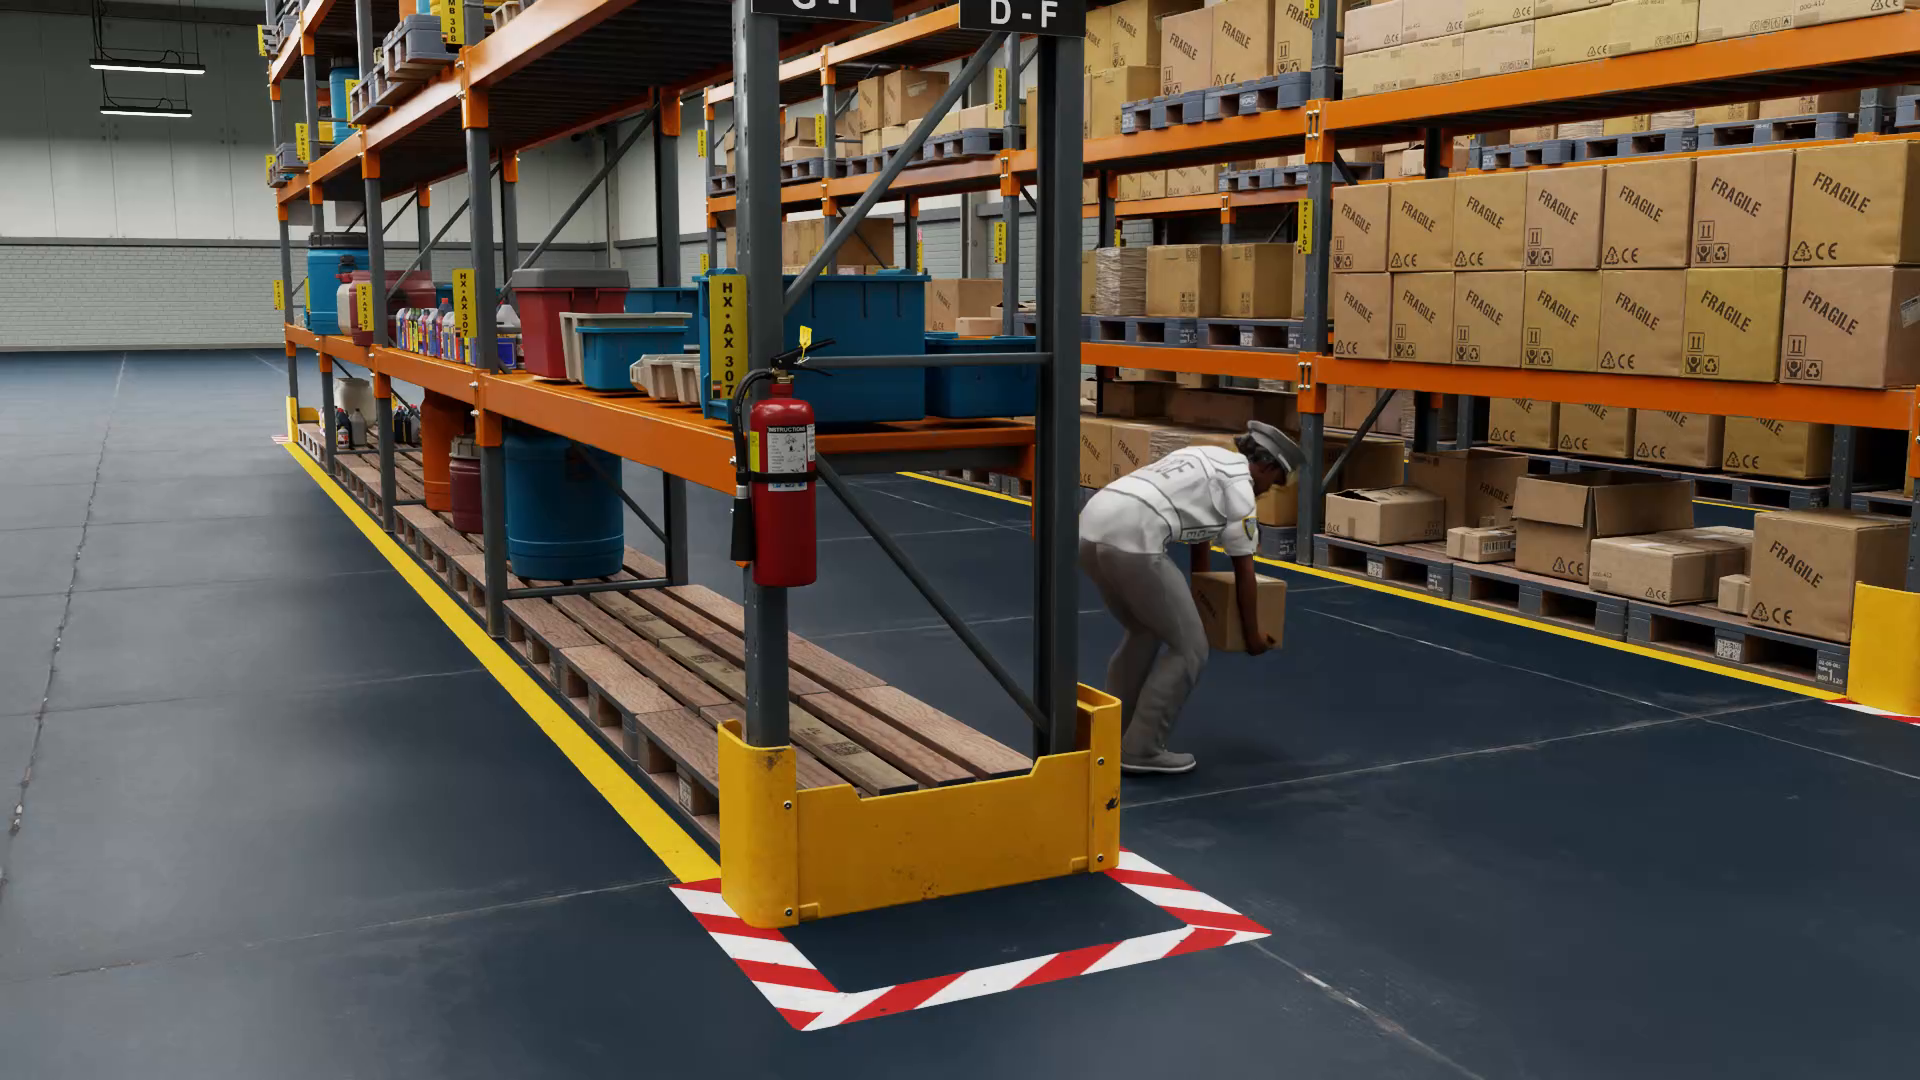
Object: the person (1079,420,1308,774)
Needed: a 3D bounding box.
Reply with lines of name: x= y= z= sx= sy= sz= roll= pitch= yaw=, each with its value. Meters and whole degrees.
person: x=0.852 y=0.193 z=6.054 sx=0.907 sy=1.236 sz=0.433 roll=-3 pitch=9 yaw=-22
